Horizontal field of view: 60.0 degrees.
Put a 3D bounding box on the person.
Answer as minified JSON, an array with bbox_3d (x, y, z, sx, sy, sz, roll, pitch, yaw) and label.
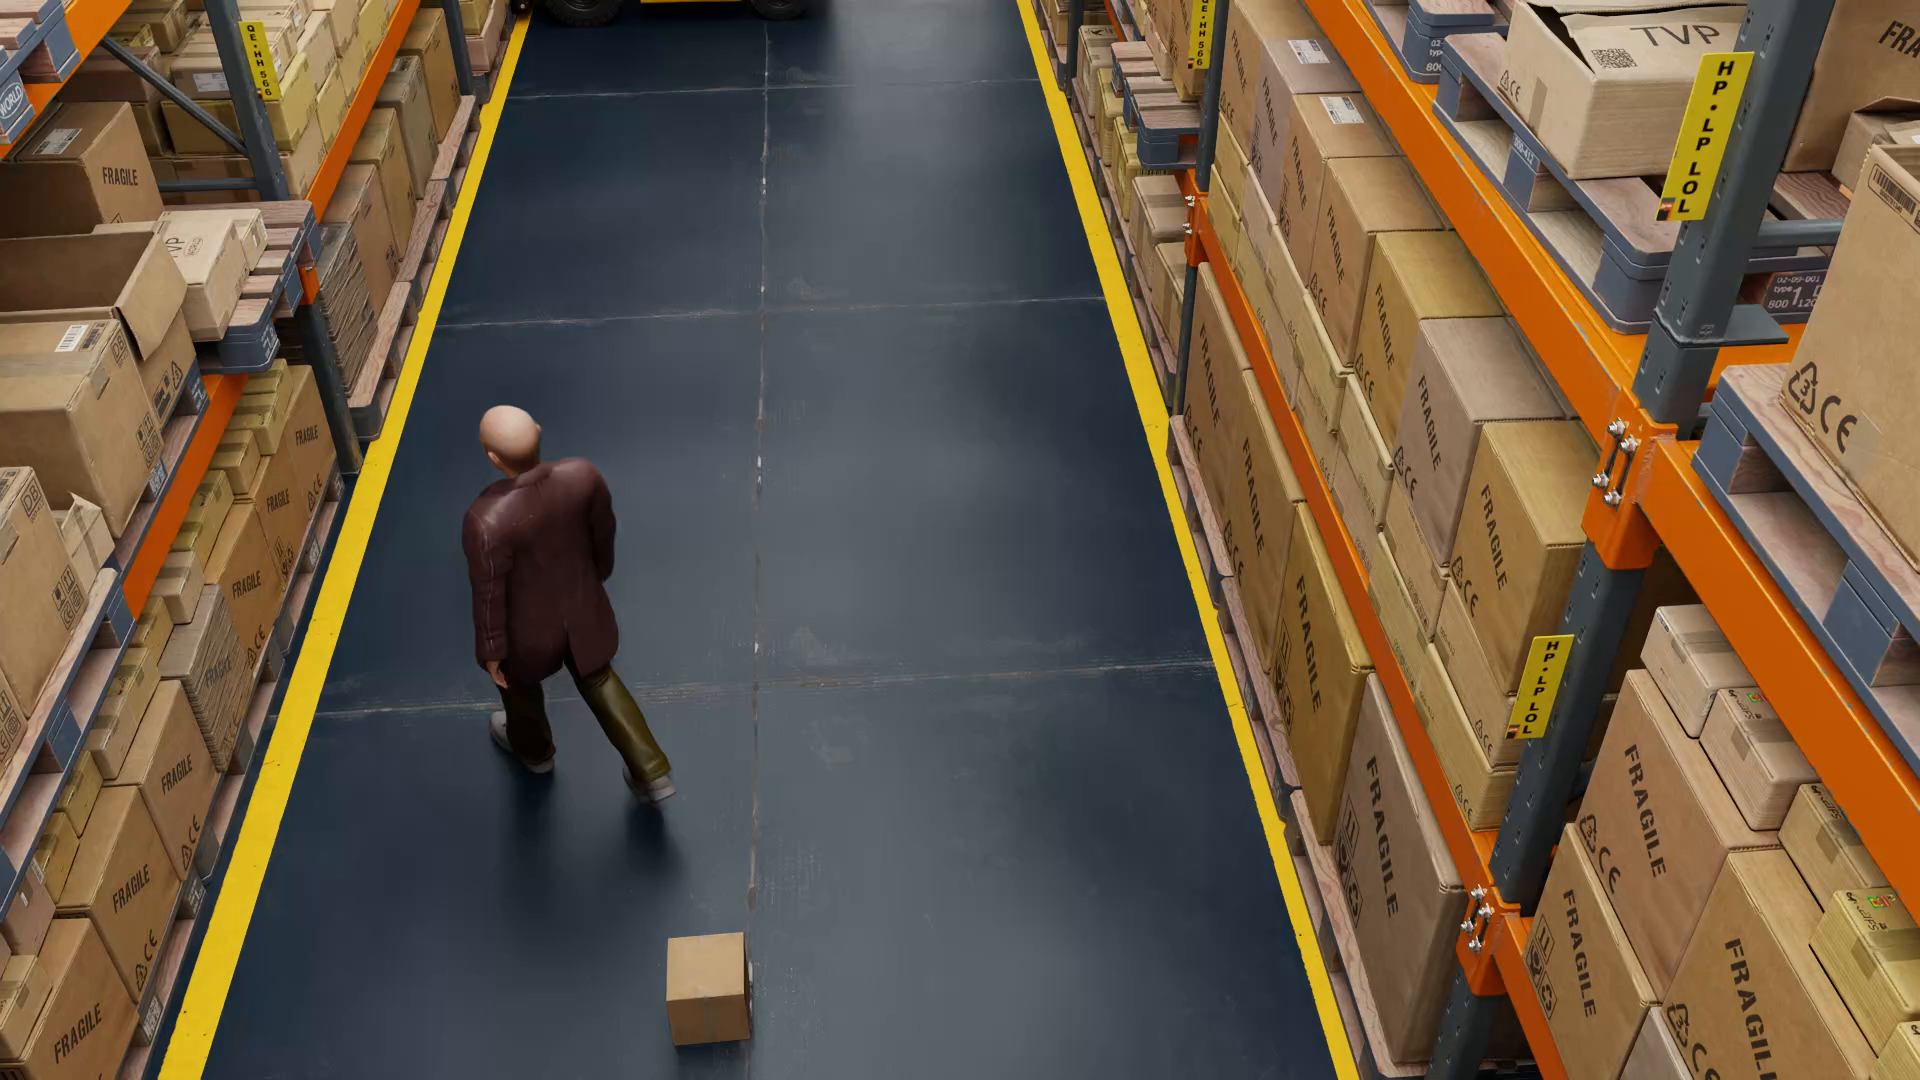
[{"bbox_3d":[-1.478,0.230,5.885,0.603,1.748,0.921,-29,47,-31],"label":"person"}]
